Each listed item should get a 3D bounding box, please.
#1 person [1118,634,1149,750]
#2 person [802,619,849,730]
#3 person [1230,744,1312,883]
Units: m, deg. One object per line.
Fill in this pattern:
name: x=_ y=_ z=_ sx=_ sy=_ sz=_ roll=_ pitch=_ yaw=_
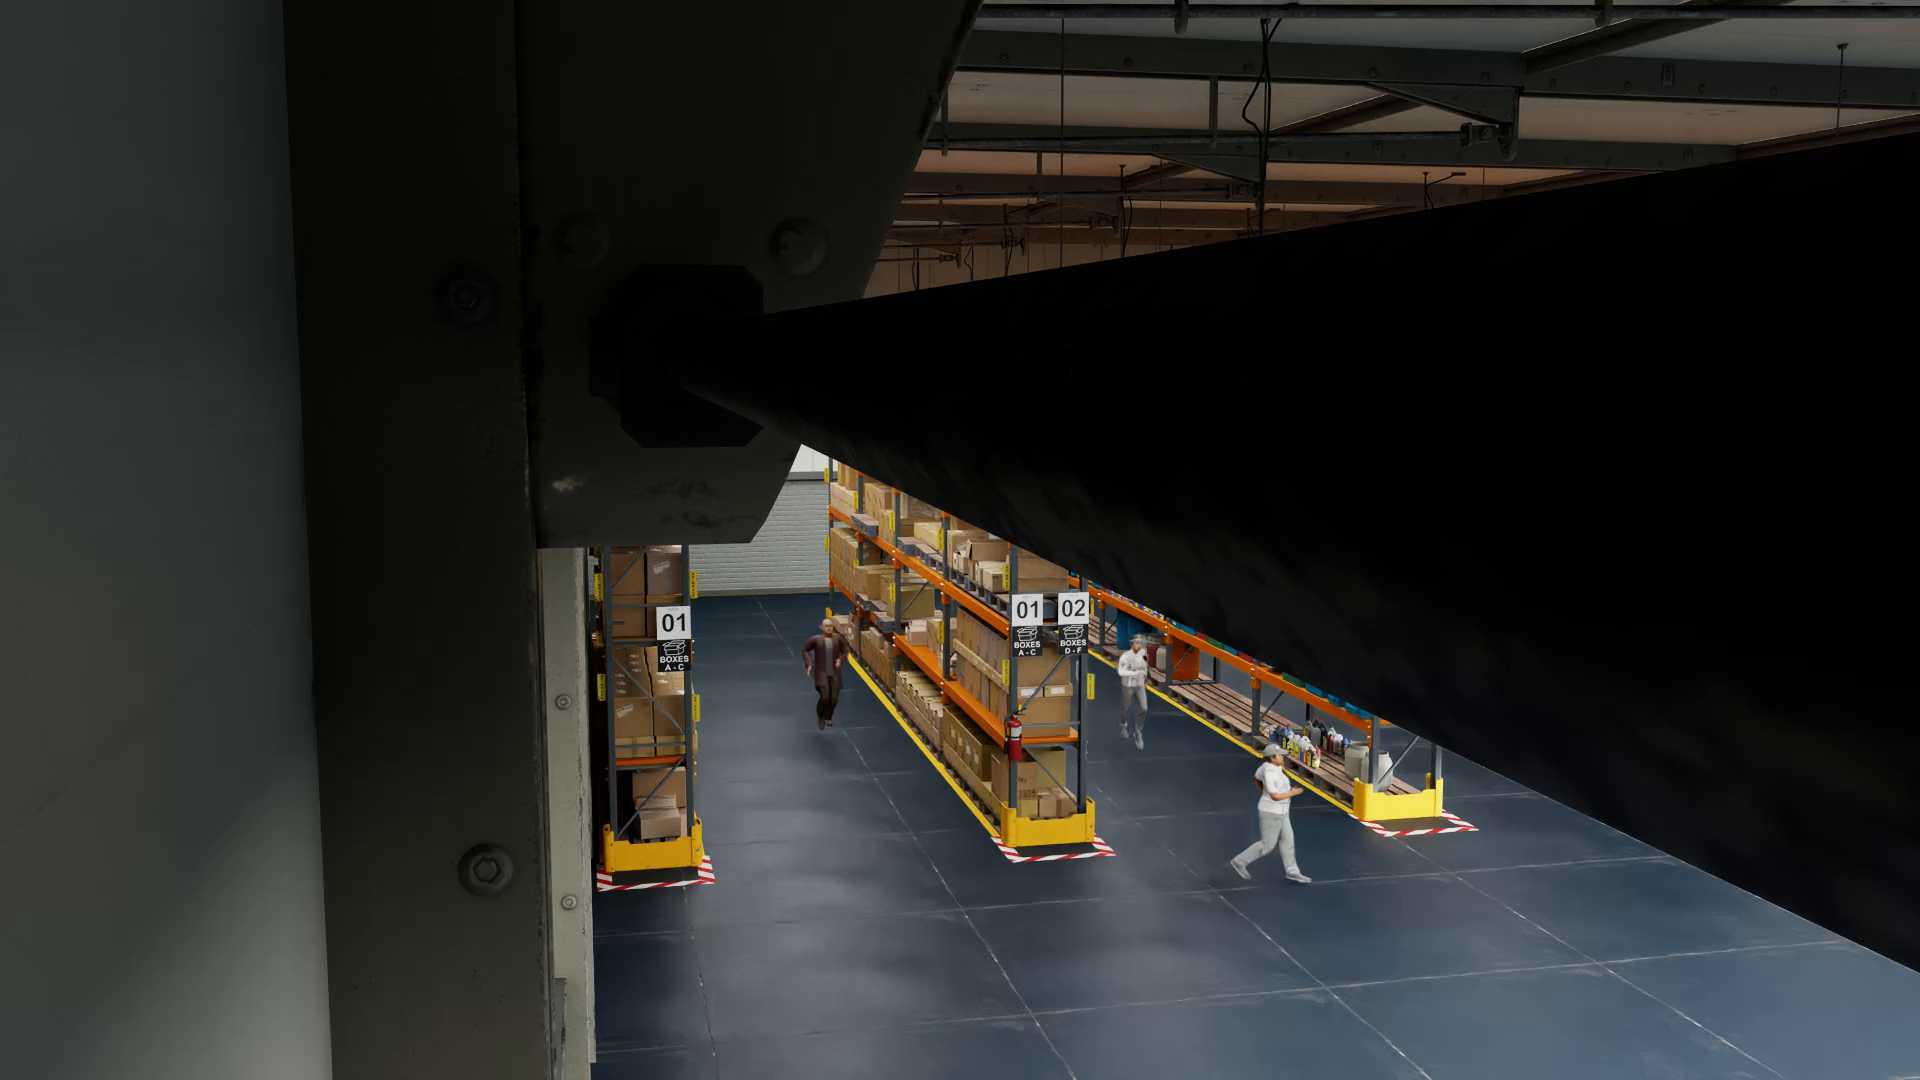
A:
person: x=2.647 y=2.275 z=25.321 sx=0.639 sy=1.770 sz=0.794 roll=-3 pitch=7 yaw=-23
person: x=-2.073 y=2.124 z=26.093 sx=0.704 sy=1.763 sz=0.653 roll=-2 pitch=7 yaw=-18
person: x=3.648 y=3.190 z=19.423 sx=0.941 sy=1.651 sz=0.607 roll=1 pitch=7 yaw=12
